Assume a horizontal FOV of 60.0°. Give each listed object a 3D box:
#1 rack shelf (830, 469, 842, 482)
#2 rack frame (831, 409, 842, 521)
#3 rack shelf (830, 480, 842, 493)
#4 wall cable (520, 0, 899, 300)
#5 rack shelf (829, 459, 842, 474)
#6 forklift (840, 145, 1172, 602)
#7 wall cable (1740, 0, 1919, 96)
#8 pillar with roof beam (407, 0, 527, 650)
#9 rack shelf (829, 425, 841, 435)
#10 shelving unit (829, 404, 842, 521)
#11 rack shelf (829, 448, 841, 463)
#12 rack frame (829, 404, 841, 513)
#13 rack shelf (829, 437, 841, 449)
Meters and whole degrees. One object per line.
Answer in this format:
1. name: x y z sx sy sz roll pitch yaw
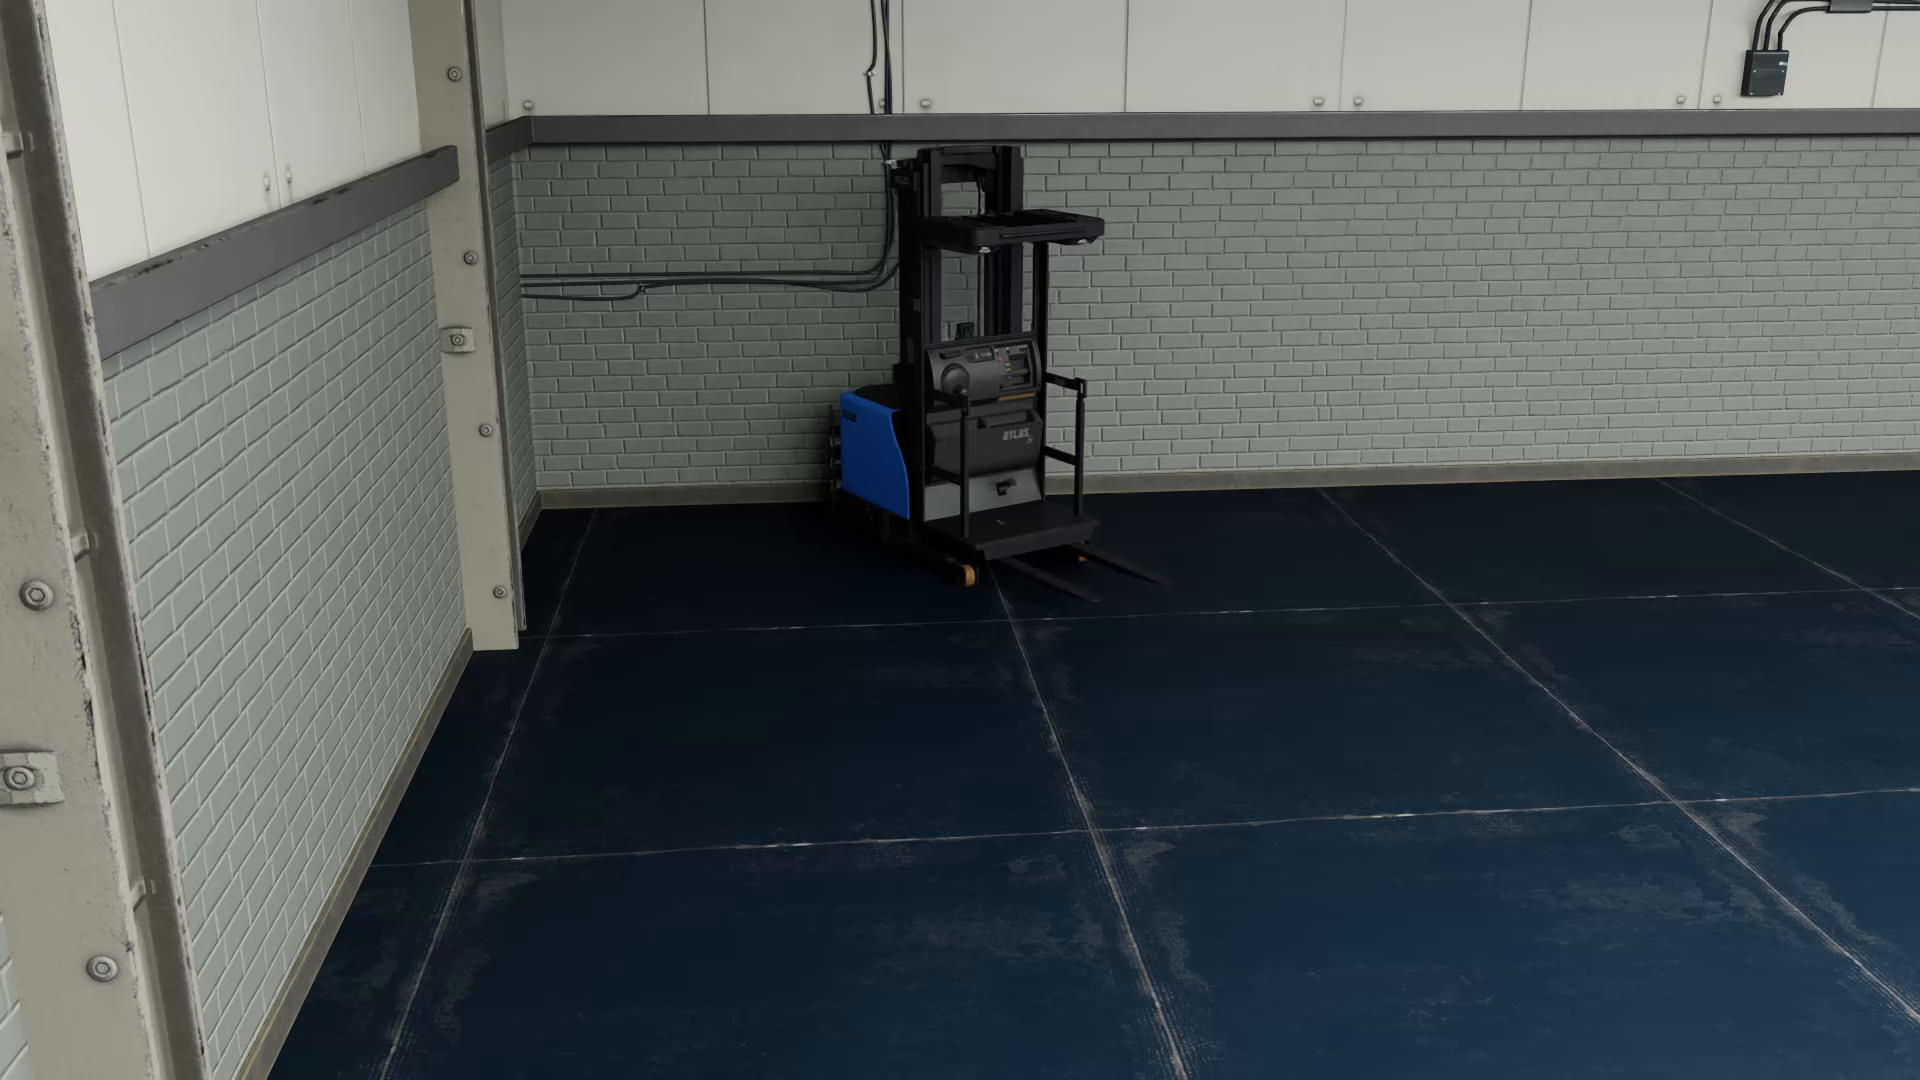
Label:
1. rack shelf: -0.896 -0.502 13.185 0.258 0.077 0.200 -3 18 -9
2. rack frame: -0.879 -0.590 13.053 0.240 0.900 0.006 -3 18 -9
3. rack shelf: -0.896 -0.416 13.212 0.258 0.077 0.200 -3 18 -9
4. wall cable: -1.954 -3.098 12.706 3.097 2.526 0.112 -2 18 -6
5. rack shelf: -0.896 -0.588 13.158 0.258 0.077 0.200 -3 18 -9
6. forklift: 0.297 -1.224 11.684 1.130 2.935 3.031 -11 21 -32
7. wall cable: 7.491 -6.491 12.651 2.305 6.003 0.169 -2 18 -6
8. pillar with roof beam: 1.317 -3.794 9.739 9.100 9.000 0.400 -2 18 -6
9. rack shelf: -0.896 -0.845 13.077 0.258 0.077 0.200 -3 18 -9
10. shelving unit: -0.896 -0.620 13.148 0.258 0.900 0.210 -3 18 -9
11. rack shelf: -0.896 -0.674 13.131 0.258 0.077 0.200 -3 18 -9
12. rack frame: -0.912 -0.650 13.244 0.240 0.900 0.006 -3 18 -9
13. rack shelf: -0.896 -0.760 13.104 0.258 0.077 0.200 -3 18 -9
